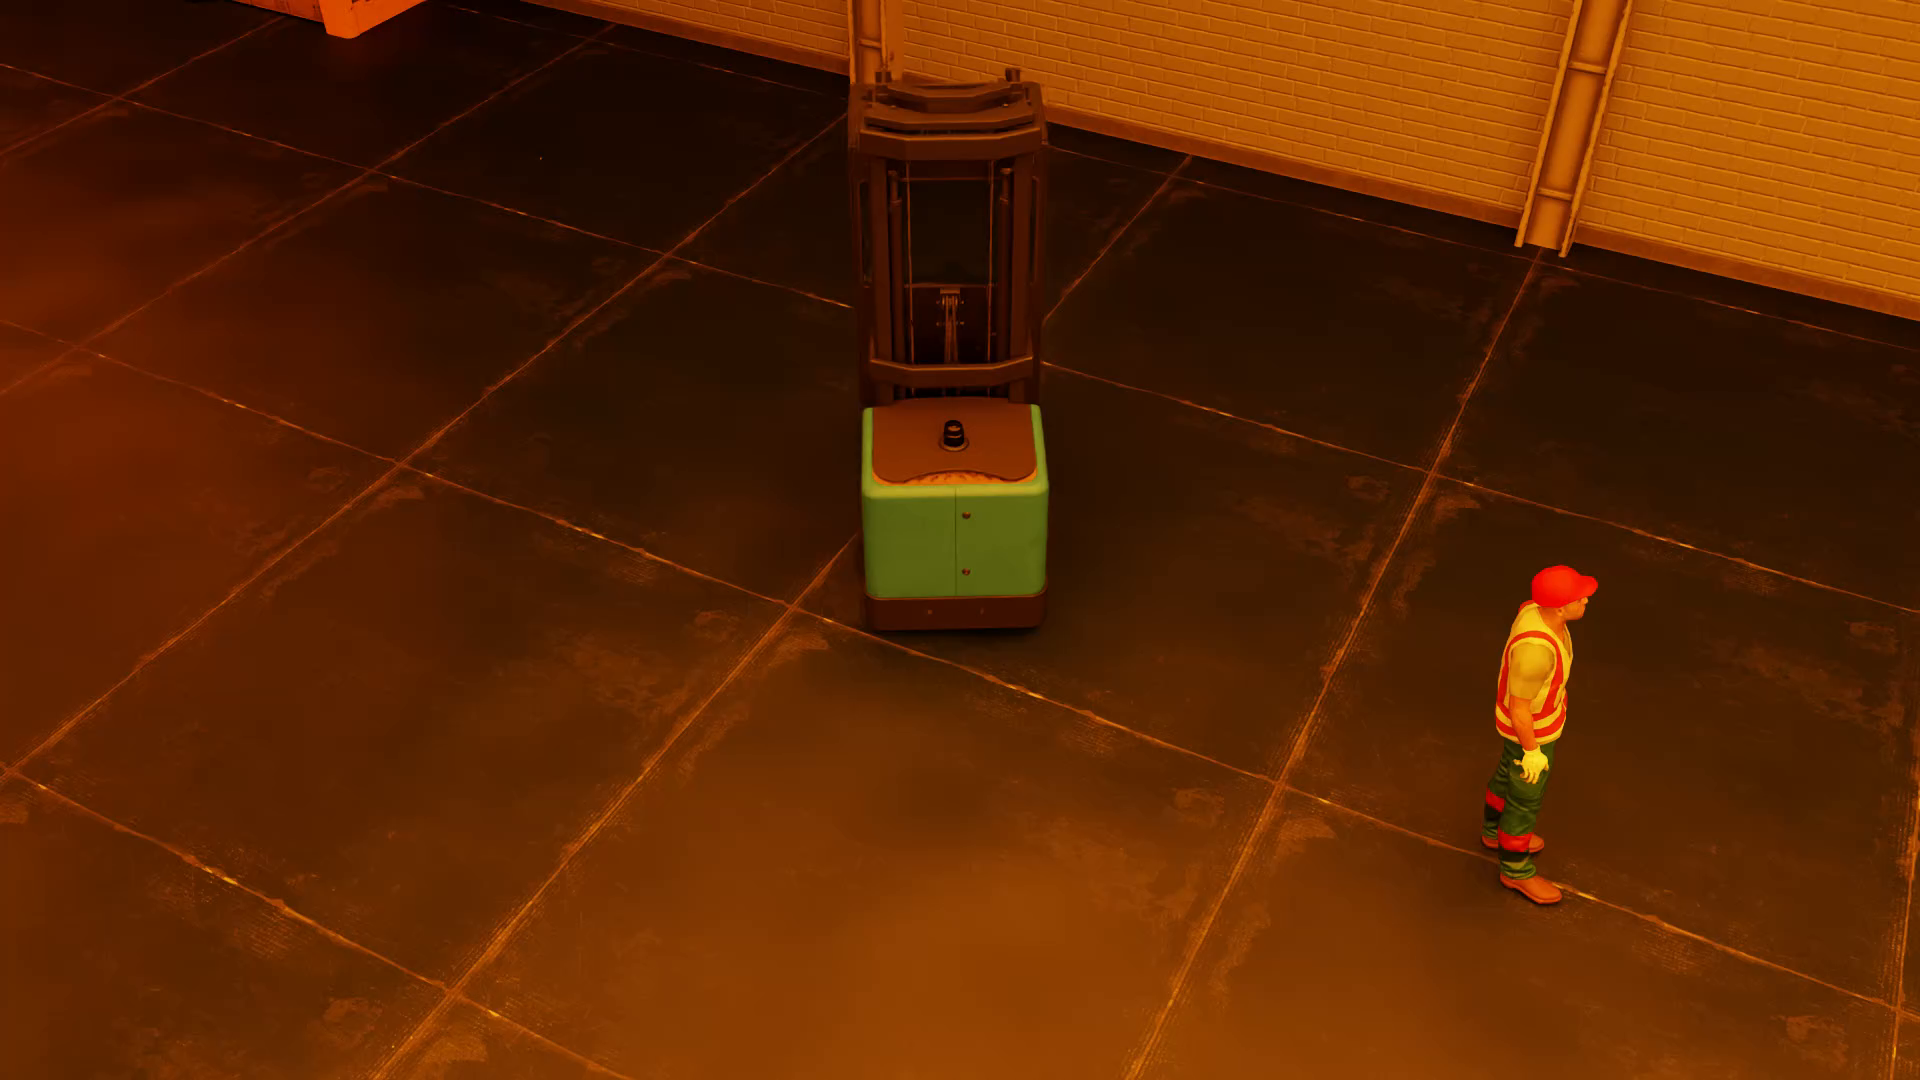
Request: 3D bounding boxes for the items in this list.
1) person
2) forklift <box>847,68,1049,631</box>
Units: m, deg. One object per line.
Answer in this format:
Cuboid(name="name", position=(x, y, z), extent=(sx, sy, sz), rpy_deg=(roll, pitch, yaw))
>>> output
Cuboid(name="person", position=(2.765, 0.873, 7.825), extent=(0.564, 1.787, 0.637), rpy_deg=(14, 42, 16))
Cuboid(name="forklift", position=(-0.074, -1.530, 9.803), extent=(1.130, 2.935, 3.031), rpy_deg=(-1, 40, -1))
